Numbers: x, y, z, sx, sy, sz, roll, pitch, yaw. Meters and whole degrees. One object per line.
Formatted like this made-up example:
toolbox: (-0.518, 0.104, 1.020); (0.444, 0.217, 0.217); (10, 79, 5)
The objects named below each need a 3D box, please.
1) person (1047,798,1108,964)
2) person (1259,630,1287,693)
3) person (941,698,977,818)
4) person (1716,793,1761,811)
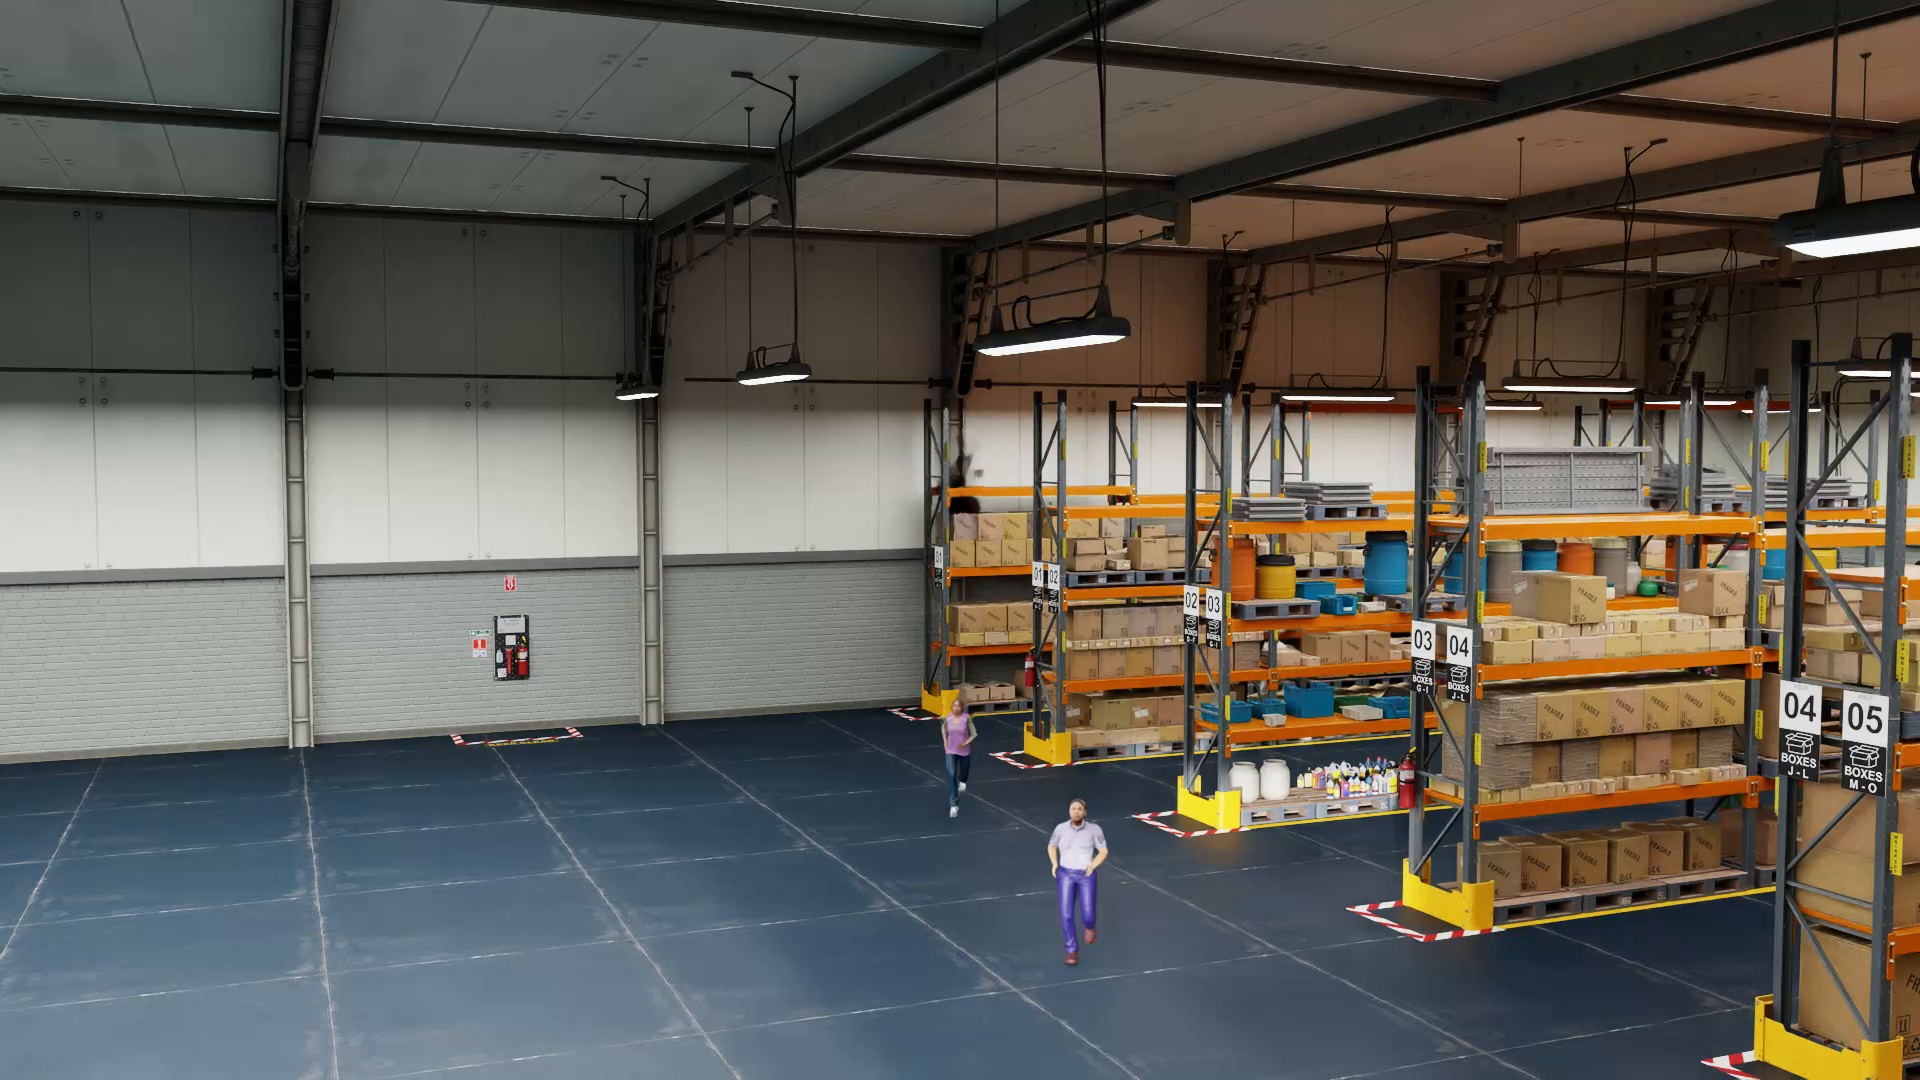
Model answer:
person: (1.170, 3.382, 16.672); (0.611, 1.597, 0.652); (1, 3, 10)
person: (5.872, 2.477, 31.116); (0.589, 1.721, 0.702); (-2, 4, -36)
person: (-0.012, 3.006, 23.356); (0.507, 1.593, 1.033); (0, 3, 1)
person: (10.219, 2.988, 21.843); (0.863, 1.789, 0.663); (-1, 4, -21)
